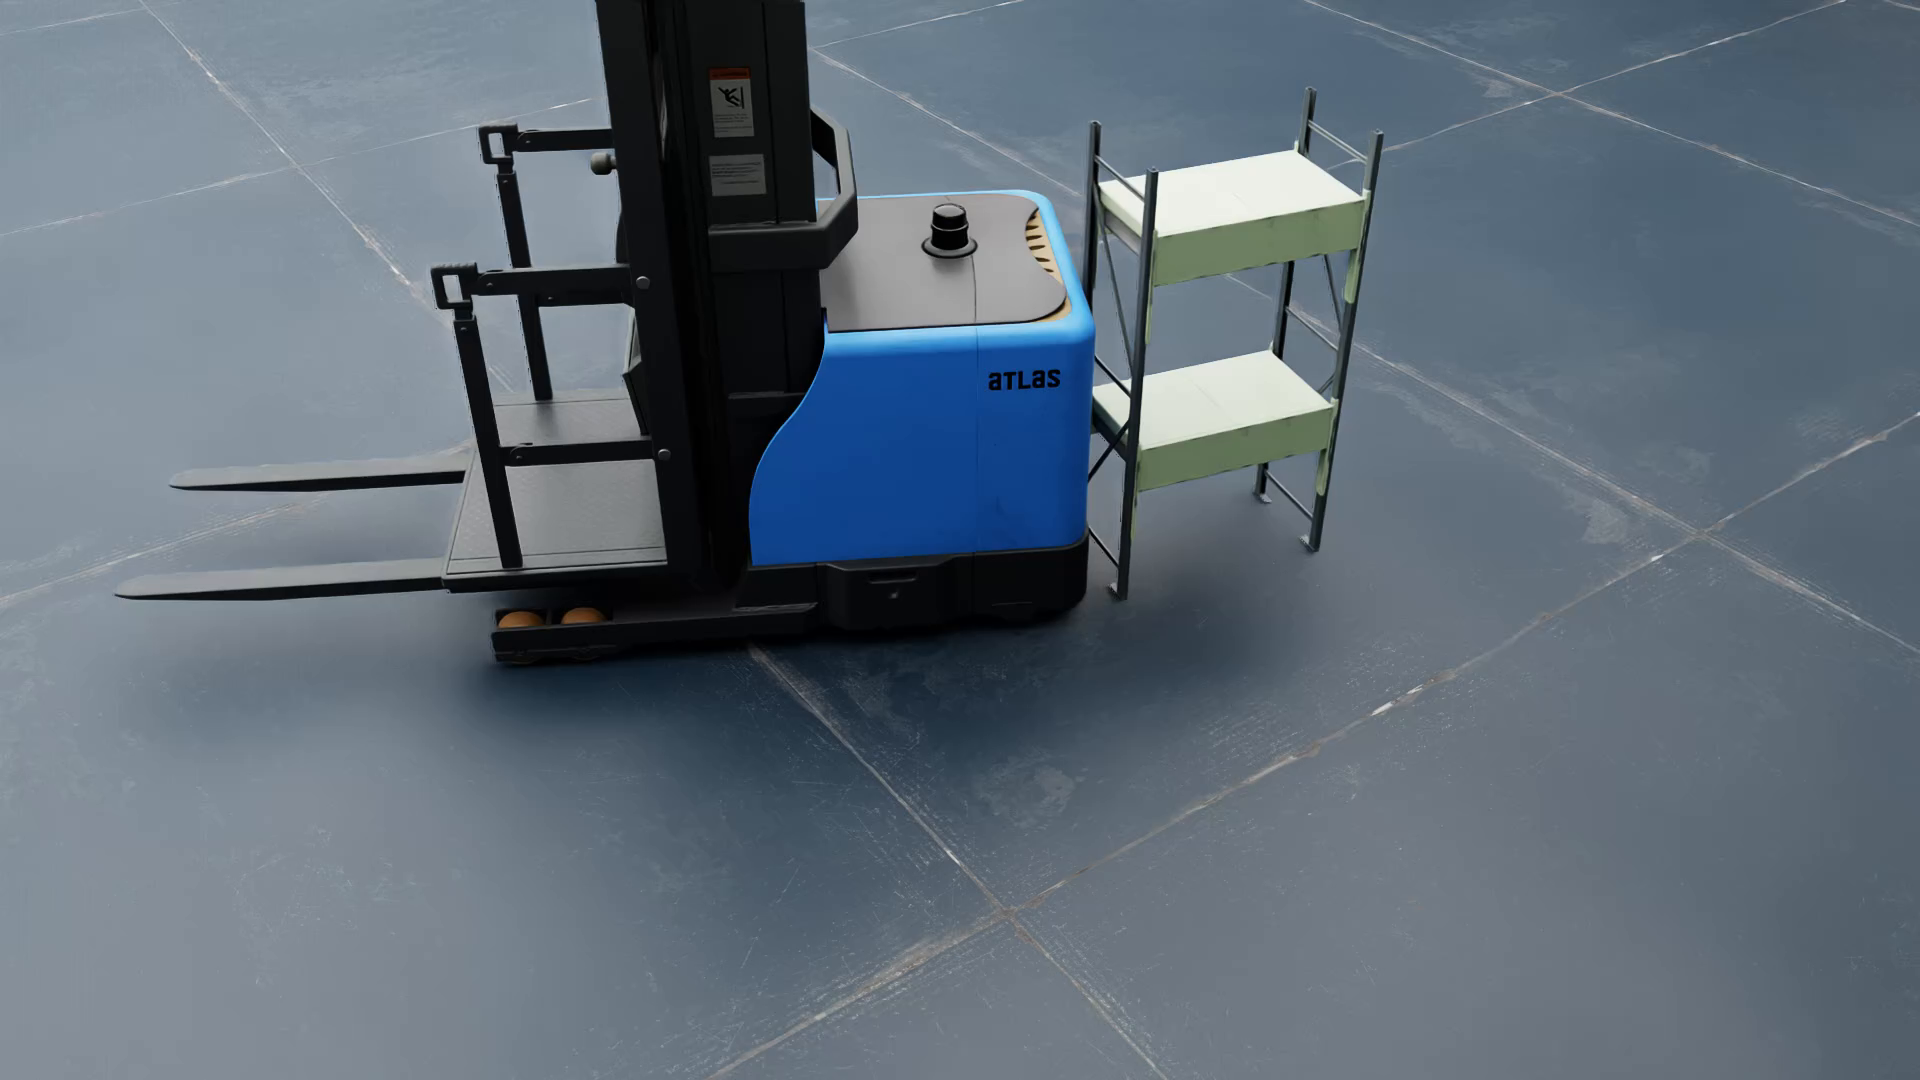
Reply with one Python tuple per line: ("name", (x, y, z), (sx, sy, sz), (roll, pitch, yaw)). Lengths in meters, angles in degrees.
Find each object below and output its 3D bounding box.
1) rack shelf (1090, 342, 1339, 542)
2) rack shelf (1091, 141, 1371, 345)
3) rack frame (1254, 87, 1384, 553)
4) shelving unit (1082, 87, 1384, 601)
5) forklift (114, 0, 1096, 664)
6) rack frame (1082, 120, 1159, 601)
("rack shelf", (0.806, -0.333, 5.486), (0.720, 0.370, 0.431), (-13, 38, -18))
("rack shelf", (0.806, -0.914, 5.068), (0.720, 0.370, 0.431), (-13, 38, -18))
("rack frame", (1.146, -0.677, 5.407), (0.023, 1.500, 0.400), (-13, 38, -18))
("shelving unit", (0.806, -0.597, 5.296), (0.755, 1.500, 0.431), (-13, 38, -18))
("forklift", (-1.142, -1.126, 4.806), (3.031, 2.935, 1.130), (-4, 36, -5))
("rack frame", (0.466, -0.518, 5.185), (0.023, 1.500, 0.400), (-13, 38, -18))
